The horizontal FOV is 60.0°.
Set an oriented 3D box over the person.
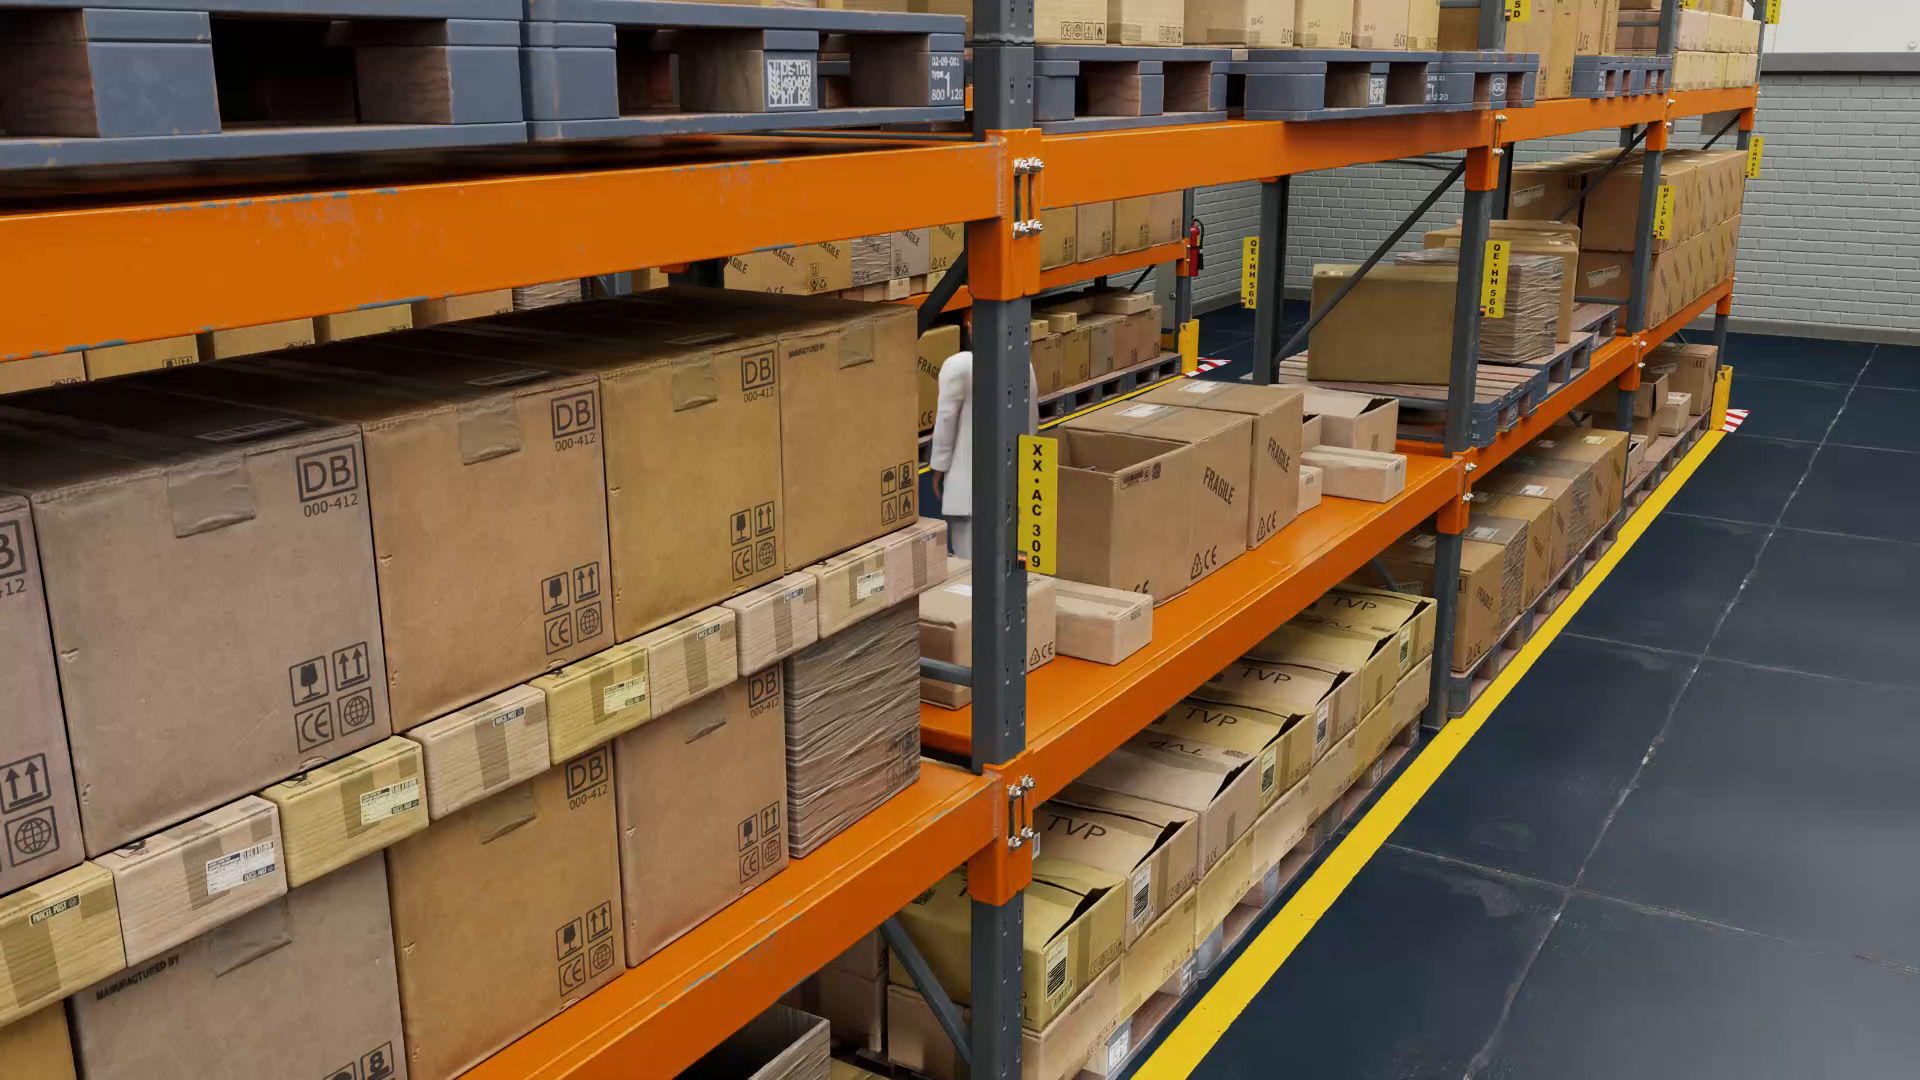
[{"bbox_3d":[0.152,-0.355,8.803,0.605,1.767,0.635,-8,18,-25],"label":"person"}]
